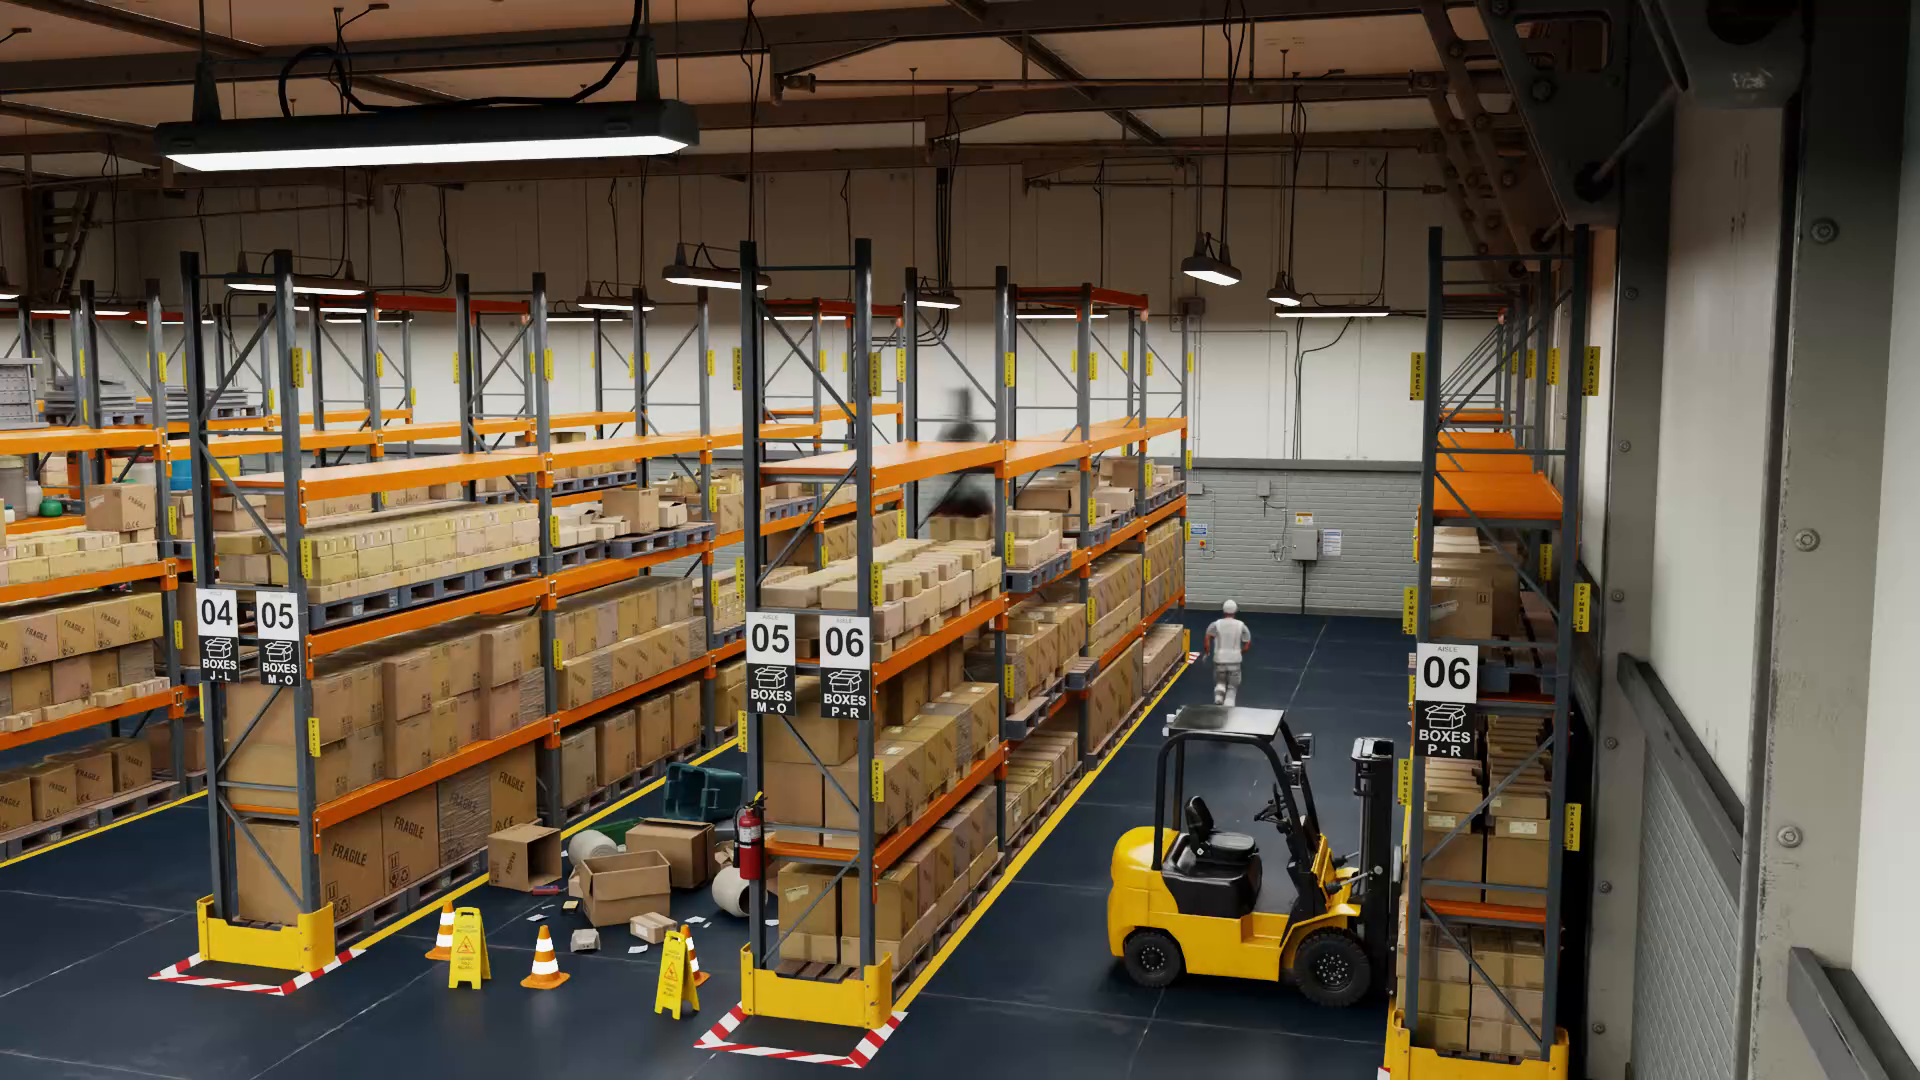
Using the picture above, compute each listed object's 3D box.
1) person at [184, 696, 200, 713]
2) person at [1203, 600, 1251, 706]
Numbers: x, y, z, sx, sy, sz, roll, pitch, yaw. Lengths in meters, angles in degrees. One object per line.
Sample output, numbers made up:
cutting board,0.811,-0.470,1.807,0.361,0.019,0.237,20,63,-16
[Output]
person,-11.220,1.645,24.156,0.616,1.708,0.715,1,6,6
person,3.737,1.692,23.303,0.661,1.735,0.640,1,7,13
